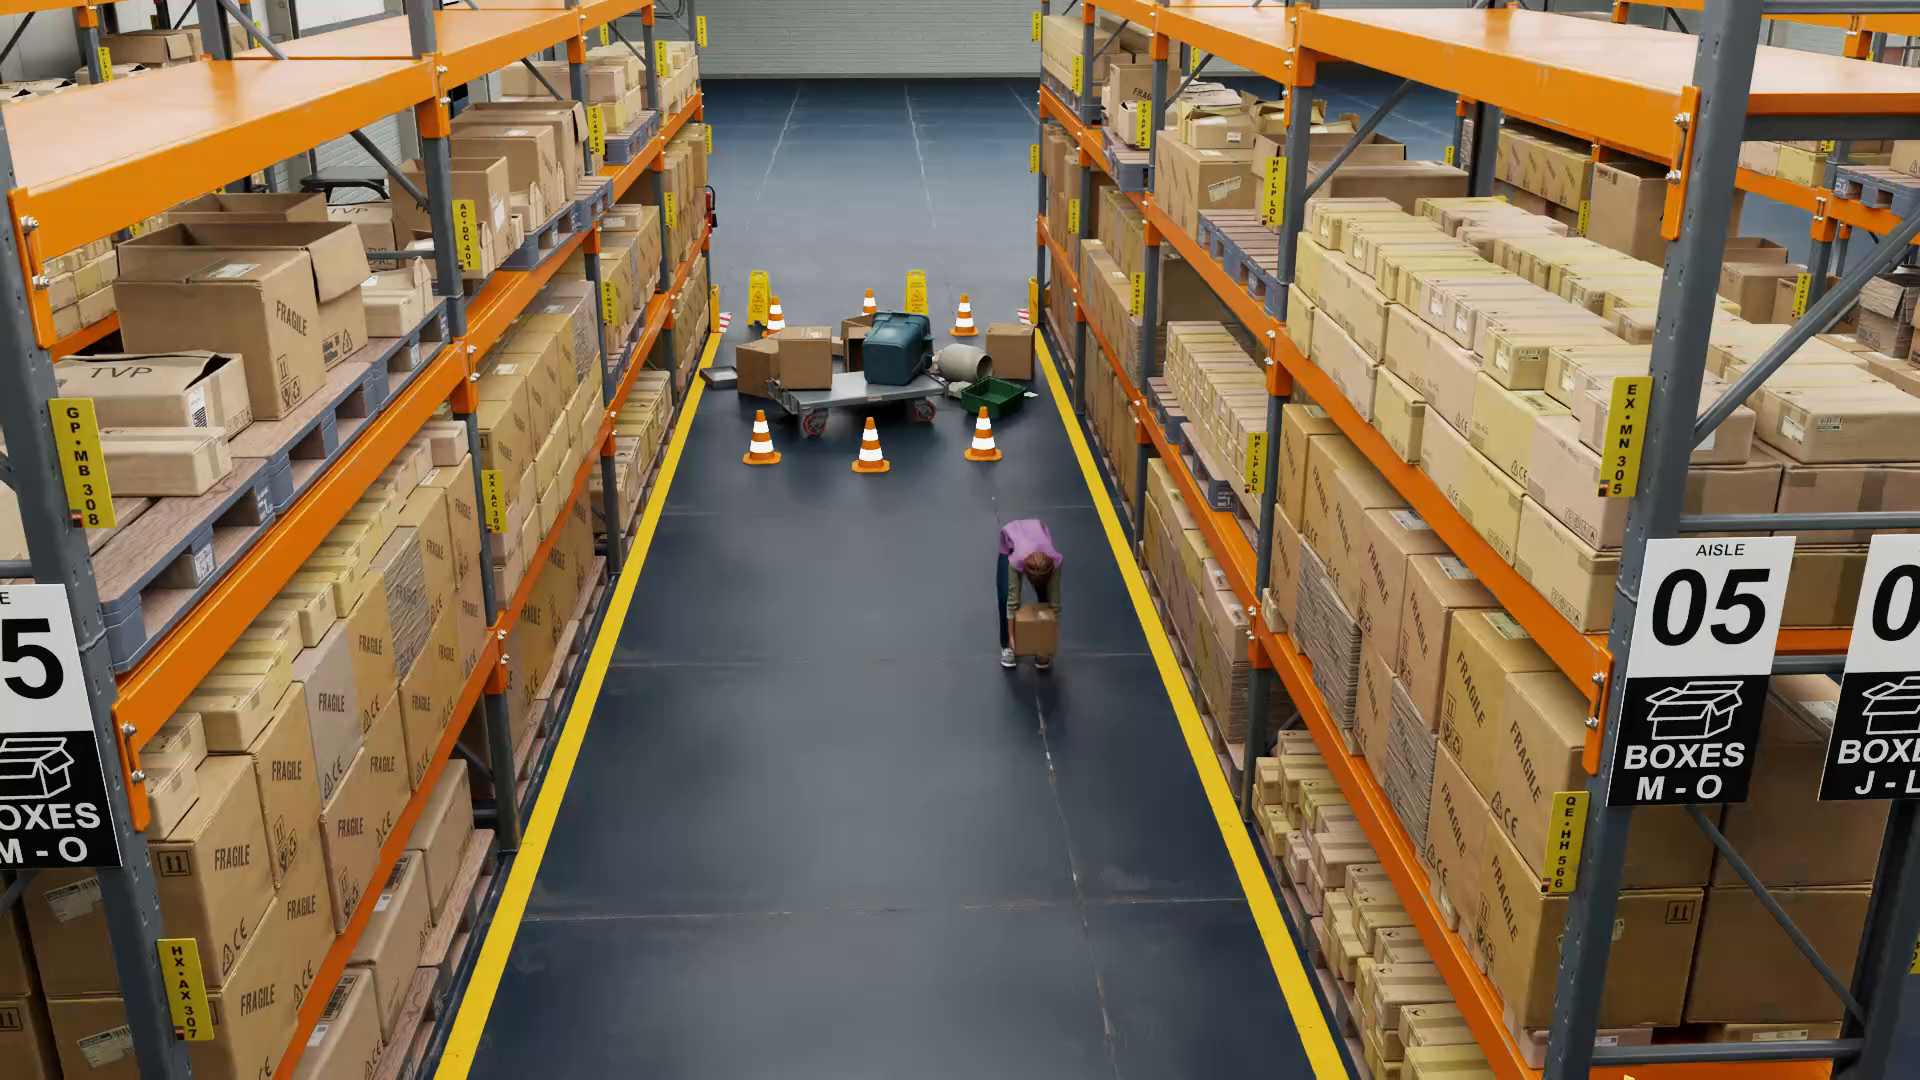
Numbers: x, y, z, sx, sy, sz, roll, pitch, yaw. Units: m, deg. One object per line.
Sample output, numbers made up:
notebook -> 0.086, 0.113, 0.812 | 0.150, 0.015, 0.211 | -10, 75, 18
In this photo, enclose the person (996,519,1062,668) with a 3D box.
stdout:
person -> 0.452, 0.413, 10.846 | 0.391, 1.001, 0.871 | -2, 21, -5
